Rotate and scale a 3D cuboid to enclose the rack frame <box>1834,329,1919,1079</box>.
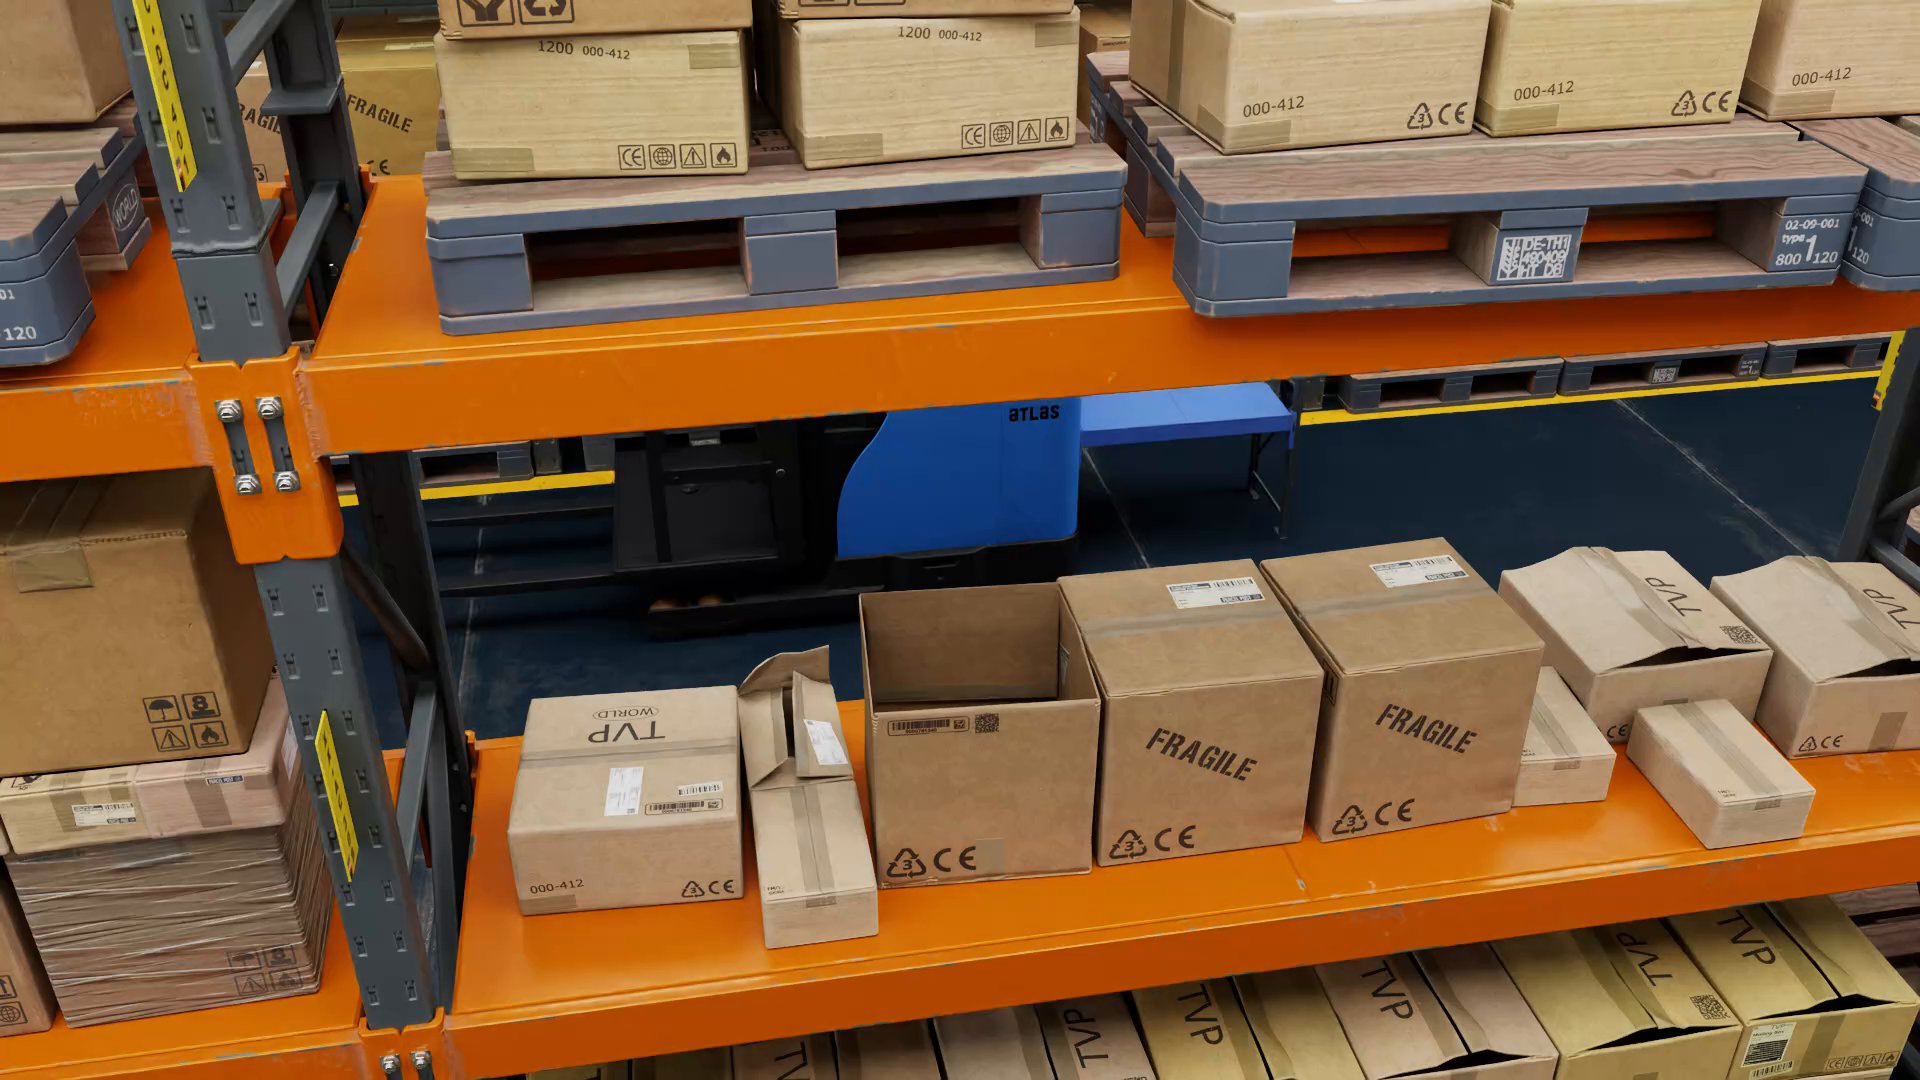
[{"bbox_3d":[2.690,0.238,4.385,0.127,3.000,1.000,-5,31,-9],"label":"rack frame"}]

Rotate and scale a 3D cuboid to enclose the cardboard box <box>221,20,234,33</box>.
[{"bbox_3d":[-3.641,-2.106,7.761,0.500,0.500,0.500,-4,31,-8],"label":"cardboard box"}]

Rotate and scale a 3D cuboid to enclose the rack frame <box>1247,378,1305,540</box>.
[{"bbox_3d":[1.467,-0.774,7.586,0.032,1.500,0.500,-5,31,-8],"label":"rack frame"}]

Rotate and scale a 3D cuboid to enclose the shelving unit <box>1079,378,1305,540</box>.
[{"bbox_3d":[0.966,-0.730,7.512,1.048,1.500,0.538,-5,31,-8],"label":"shelving unit"}]

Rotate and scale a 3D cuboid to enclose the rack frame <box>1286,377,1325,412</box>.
[{"bbox_3d":[1.794,-2.231,8.585,0.127,3.000,1.000,-5,31,-9],"label":"rack frame"}]

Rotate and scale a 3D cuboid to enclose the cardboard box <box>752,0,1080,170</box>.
[{"bbox_3d":[-0.097,-0.909,3.110,0.500,0.250,0.500,-8,31,-14],"label":"cardboard box"}]

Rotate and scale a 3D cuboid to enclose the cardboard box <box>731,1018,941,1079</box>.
[{"bbox_3d":[-0.300,1.410,4.139,0.500,0.311,0.500,-6,31,-10],"label":"cardboard box"}]

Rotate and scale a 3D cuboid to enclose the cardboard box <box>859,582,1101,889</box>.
[{"bbox_3d":[0.032,0.450,3.926,0.500,0.500,0.500,-3,31,-5],"label":"cardboard box"}]

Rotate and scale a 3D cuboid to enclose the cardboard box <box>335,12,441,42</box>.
[{"bbox_3d":[-2.641,-2.194,7.911,0.500,0.500,0.500,-6,31,-10],"label":"cardboard box"}]

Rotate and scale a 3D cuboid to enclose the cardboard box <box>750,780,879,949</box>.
[{"bbox_3d":[-0.336,0.733,3.792,0.250,0.149,0.380,-5,31,-9],"label":"cardboard box"}]

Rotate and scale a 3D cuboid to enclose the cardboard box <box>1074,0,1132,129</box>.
[{"bbox_3d":[0.789,-2.351,8.257,0.500,0.500,0.700,-8,31,-14],"label":"cardboard box"}]

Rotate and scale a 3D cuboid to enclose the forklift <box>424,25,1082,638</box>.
[{"bbox_3d":[-1.046,-1.136,6.791,3.031,2.935,1.130,-5,31,-8],"label":"forklift"}]

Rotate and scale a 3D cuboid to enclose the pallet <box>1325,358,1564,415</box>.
[{"bbox_3d":[2.583,-1.063,9.350,1.213,0.211,1.003,-5,31,-9],"label":"pallet"}]

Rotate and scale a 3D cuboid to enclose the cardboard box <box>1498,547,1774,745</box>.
[{"bbox_3d":[1.775,0.262,4.433,0.500,0.311,0.500,-6,31,-10],"label":"cardboard box"}]

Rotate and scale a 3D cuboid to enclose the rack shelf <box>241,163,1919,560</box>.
[{"bbox_3d":[0.723,-0.562,3.497,4.000,0.370,1.077,-5,31,-9],"label":"rack shelf"}]

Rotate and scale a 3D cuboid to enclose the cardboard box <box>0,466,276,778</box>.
[{"bbox_3d":[-1.680,0.045,3.336,0.500,0.500,0.700,-5,31,-9],"label":"cardboard box"}]

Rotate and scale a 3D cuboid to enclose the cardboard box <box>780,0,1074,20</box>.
[{"bbox_3d":[-0.075,-1.229,2.916,0.500,0.500,0.500,-2,31,-4],"label":"cardboard box"}]

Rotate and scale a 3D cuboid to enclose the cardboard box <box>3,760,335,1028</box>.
[{"bbox_3d":[-1.680,0.604,3.664,0.500,0.500,0.700,-6,31,-10],"label":"cardboard box"}]

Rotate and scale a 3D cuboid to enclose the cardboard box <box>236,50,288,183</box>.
[{"bbox_3d":[-3.040,-1.887,7.389,0.500,0.500,0.500,-5,31,-9],"label":"cardboard box"}]

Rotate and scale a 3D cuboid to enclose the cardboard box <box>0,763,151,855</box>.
[{"bbox_3d":[-1.717,0.434,3.314,0.250,0.149,0.380,-6,31,-10],"label":"cardboard box"}]

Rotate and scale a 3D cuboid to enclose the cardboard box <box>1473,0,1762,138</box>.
[{"bbox_3d":[1.177,-0.998,3.262,0.500,0.250,0.500,-6,31,-10],"label":"cardboard box"}]

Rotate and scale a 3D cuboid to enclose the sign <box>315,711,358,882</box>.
[{"bbox_3d":[-1.143,0.473,3.054,0.005,0.325,0.100,-5,31,-9],"label":"sign"}]

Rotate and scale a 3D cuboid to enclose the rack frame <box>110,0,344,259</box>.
[{"bbox_3d":[-1.245,-1.982,2.243,0.127,3.000,1.000,-5,31,-9],"label":"rack frame"}]

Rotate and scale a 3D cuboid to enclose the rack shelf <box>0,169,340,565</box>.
[{"bbox_3d":[-3.212,-0.197,2.876,4.000,0.370,1.077,-5,31,-9],"label":"rack shelf"}]

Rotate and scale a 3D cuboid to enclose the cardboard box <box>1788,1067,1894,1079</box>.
[{"bbox_3d":[2.216,1.412,4.687,0.500,0.250,0.500,-5,31,-8],"label":"cardboard box"}]

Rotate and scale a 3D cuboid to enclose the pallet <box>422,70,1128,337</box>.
[{"bbox_3d":[-0.379,-0.694,3.200,1.217,0.209,0.805,-7,31,-11],"label":"pallet"}]

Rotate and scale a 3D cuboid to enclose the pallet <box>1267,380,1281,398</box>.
[{"bbox_3d":[1.025,-0.958,9.172,1.213,0.211,1.003,-5,31,-9],"label":"pallet"}]

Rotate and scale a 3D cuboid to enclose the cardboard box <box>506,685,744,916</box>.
[{"bbox_3d":[-0.768,0.602,3.916,0.500,0.250,0.500,-3,31,-6],"label":"cardboard box"}]

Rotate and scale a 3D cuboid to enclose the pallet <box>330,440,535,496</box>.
[{"bbox_3d":[-2.795,-0.585,8.536,1.213,0.211,1.003,-5,31,-9],"label":"pallet"}]

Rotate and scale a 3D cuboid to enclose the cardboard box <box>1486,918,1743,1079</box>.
[{"bbox_3d":[1.709,1.222,4.457,0.500,0.311,0.500,-6,31,-10],"label":"cardboard box"}]

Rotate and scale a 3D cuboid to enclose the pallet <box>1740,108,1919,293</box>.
[{"bbox_3d":[2.038,-0.867,3.491,1.003,0.211,1.213,-4,31,-7],"label":"pallet"}]

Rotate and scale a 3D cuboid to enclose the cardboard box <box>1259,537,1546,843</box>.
[{"bbox_3d":[1.042,0.357,4.085,0.500,0.500,0.500,-7,31,-12],"label":"cardboard box"}]

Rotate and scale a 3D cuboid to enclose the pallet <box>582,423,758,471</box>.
[{"bbox_3d":[-1.375,-0.736,8.793,1.213,0.211,1.003,-5,31,-9],"label":"pallet"}]

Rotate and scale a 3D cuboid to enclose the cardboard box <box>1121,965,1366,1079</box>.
[{"bbox_3d":[0.719,1.312,4.305,0.500,0.311,0.500,-4,31,-8],"label":"cardboard box"}]
